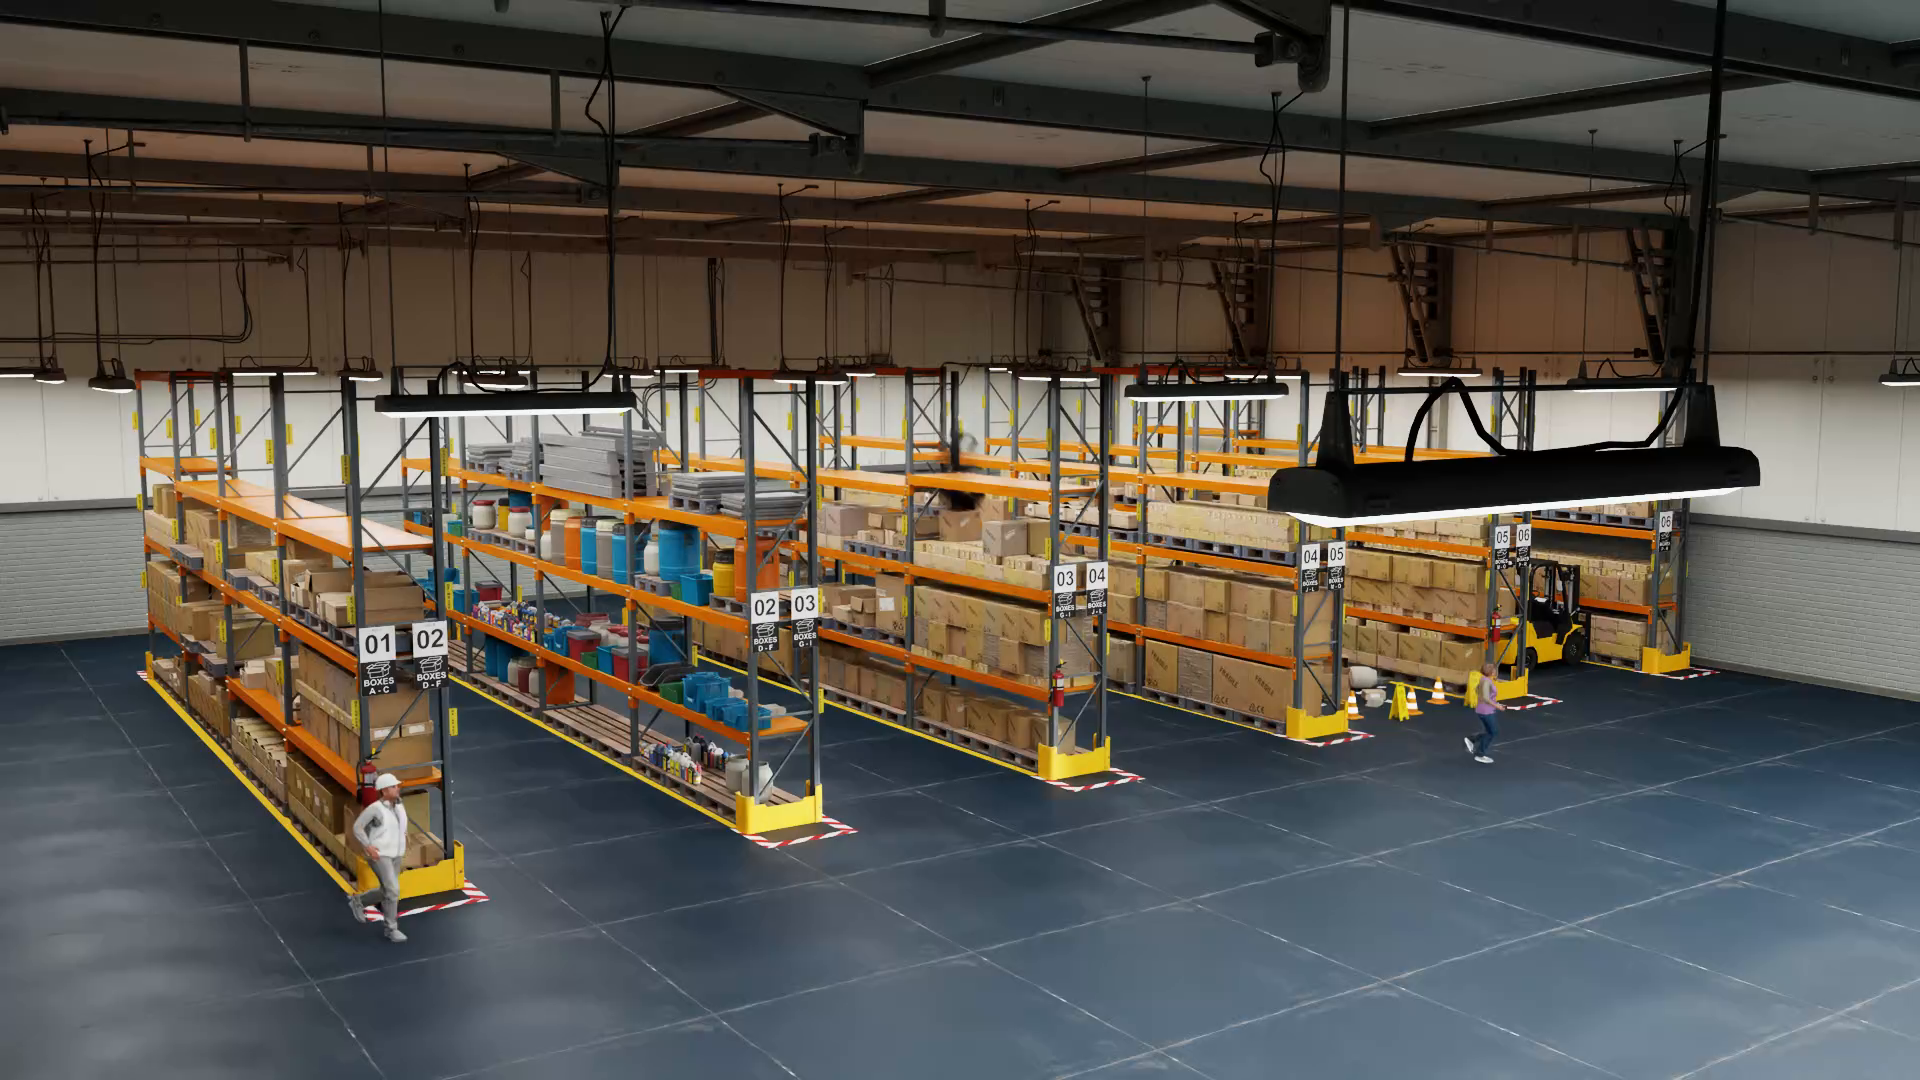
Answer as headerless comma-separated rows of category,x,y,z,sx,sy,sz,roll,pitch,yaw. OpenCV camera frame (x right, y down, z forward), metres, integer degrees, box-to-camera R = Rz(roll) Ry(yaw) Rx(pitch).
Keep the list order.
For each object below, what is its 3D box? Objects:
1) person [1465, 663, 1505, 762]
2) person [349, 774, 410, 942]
person,8.123,2.664,25.739,0.574,1.560,0.567,2,7,14
person,-6.284,3.434,18.179,0.802,1.762,0.705,2,7,20
